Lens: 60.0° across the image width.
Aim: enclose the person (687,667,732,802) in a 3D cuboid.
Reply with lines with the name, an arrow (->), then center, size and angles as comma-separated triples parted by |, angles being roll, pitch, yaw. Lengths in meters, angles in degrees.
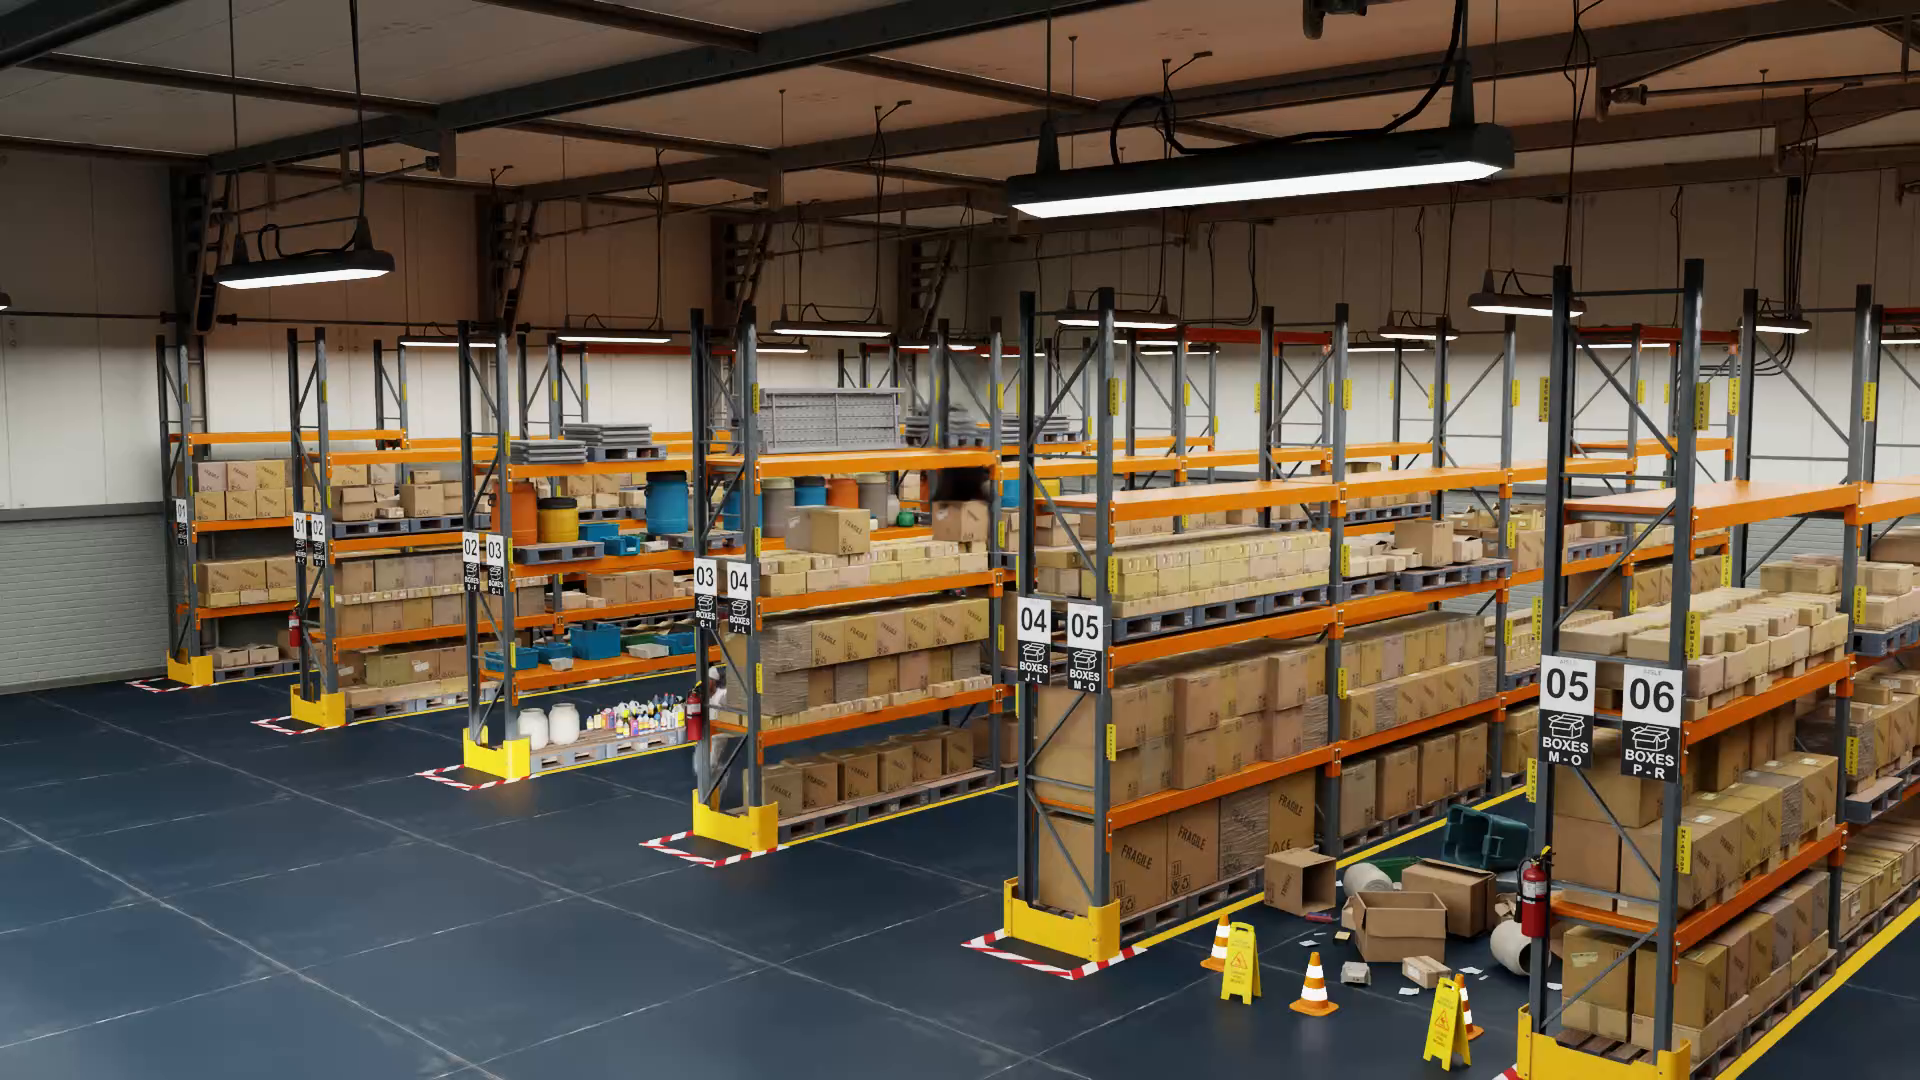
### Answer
person -> -3.018, 2.400, 20.441 | 0.710, 1.716, 0.637 | 4, 6, 33
